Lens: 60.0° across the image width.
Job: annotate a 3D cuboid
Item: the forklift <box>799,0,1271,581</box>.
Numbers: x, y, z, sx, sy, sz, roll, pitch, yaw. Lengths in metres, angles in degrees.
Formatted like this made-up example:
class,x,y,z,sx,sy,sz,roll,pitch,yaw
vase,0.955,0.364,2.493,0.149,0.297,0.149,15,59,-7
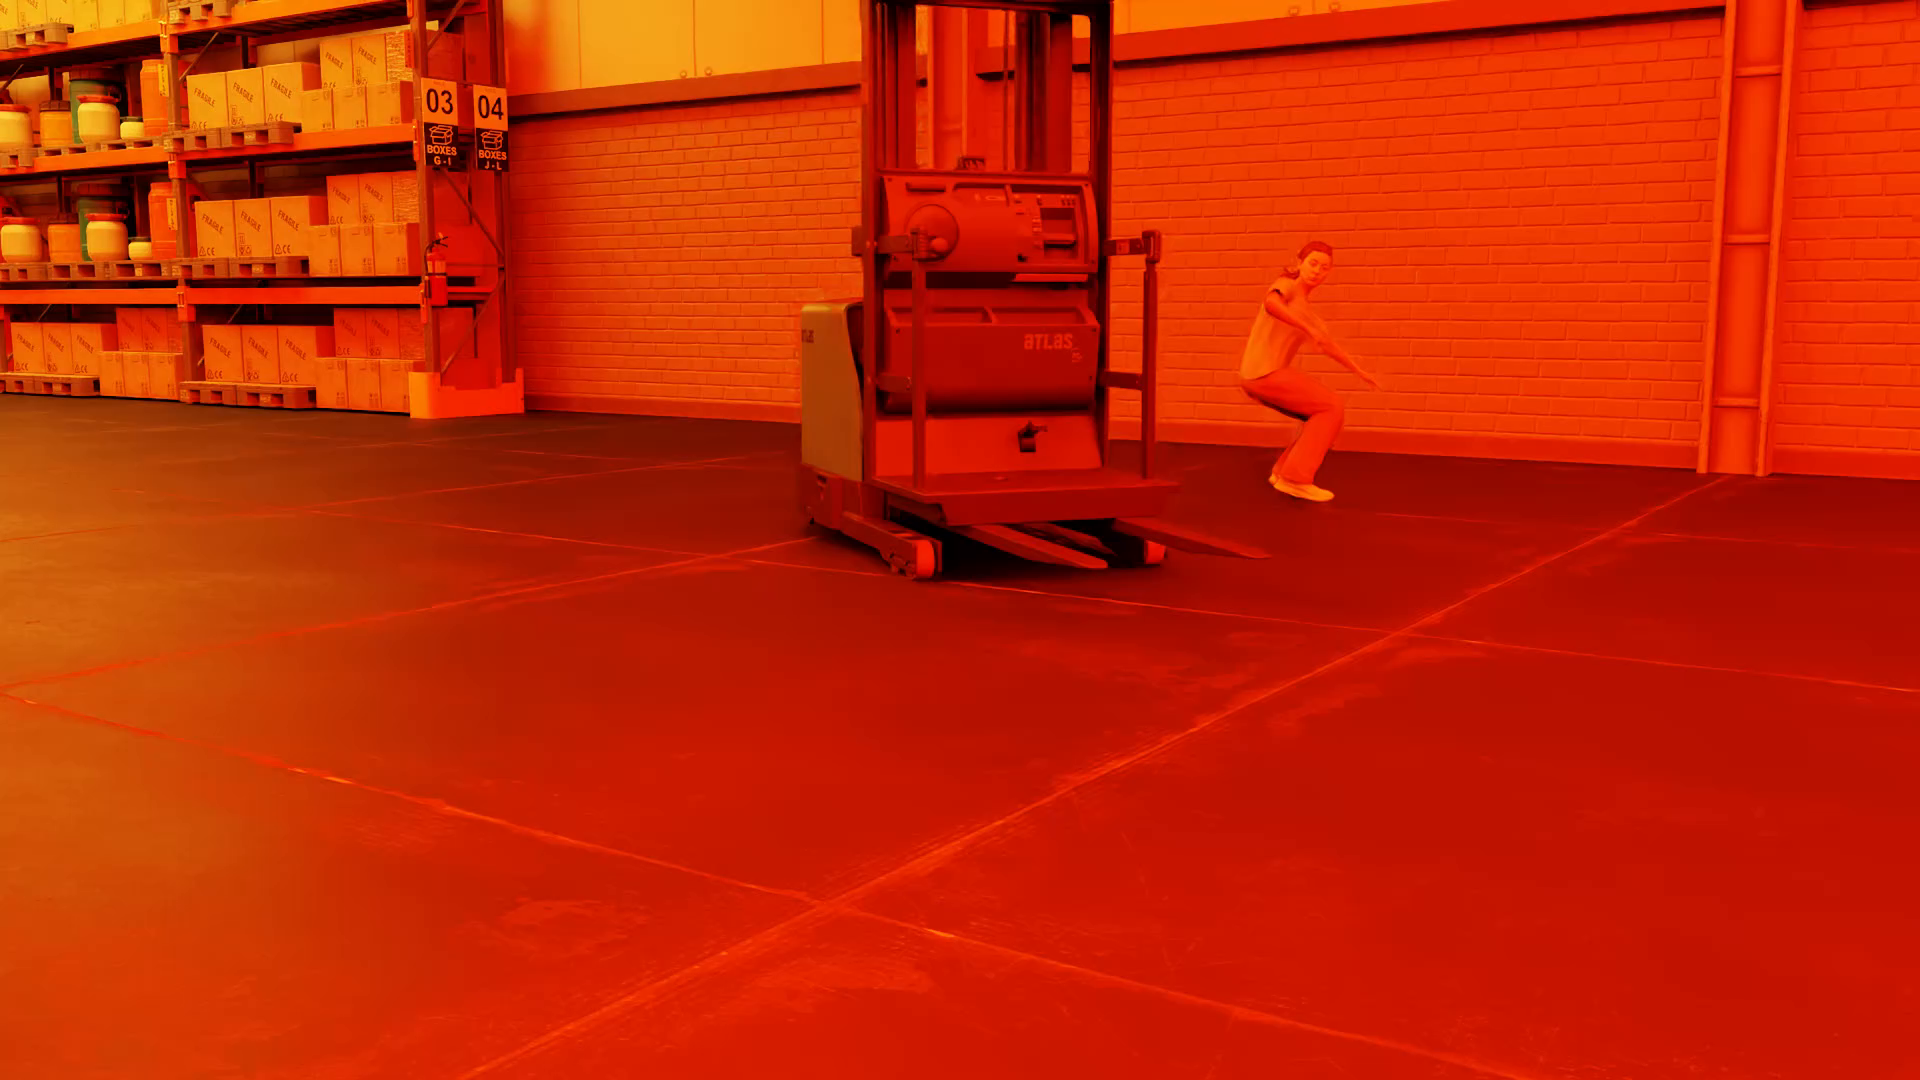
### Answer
class,x,y,z,sx,sy,sz,roll,pitch,yaw
forklift,0.212,-1.357,6.734,1.130,2.935,3.031,-3,9,-20

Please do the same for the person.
class,x,y,z,sx,sy,sz,roll,pitch,yaw
person,1.875,-0.872,8.900,0.749,1.434,0.771,2,8,13
